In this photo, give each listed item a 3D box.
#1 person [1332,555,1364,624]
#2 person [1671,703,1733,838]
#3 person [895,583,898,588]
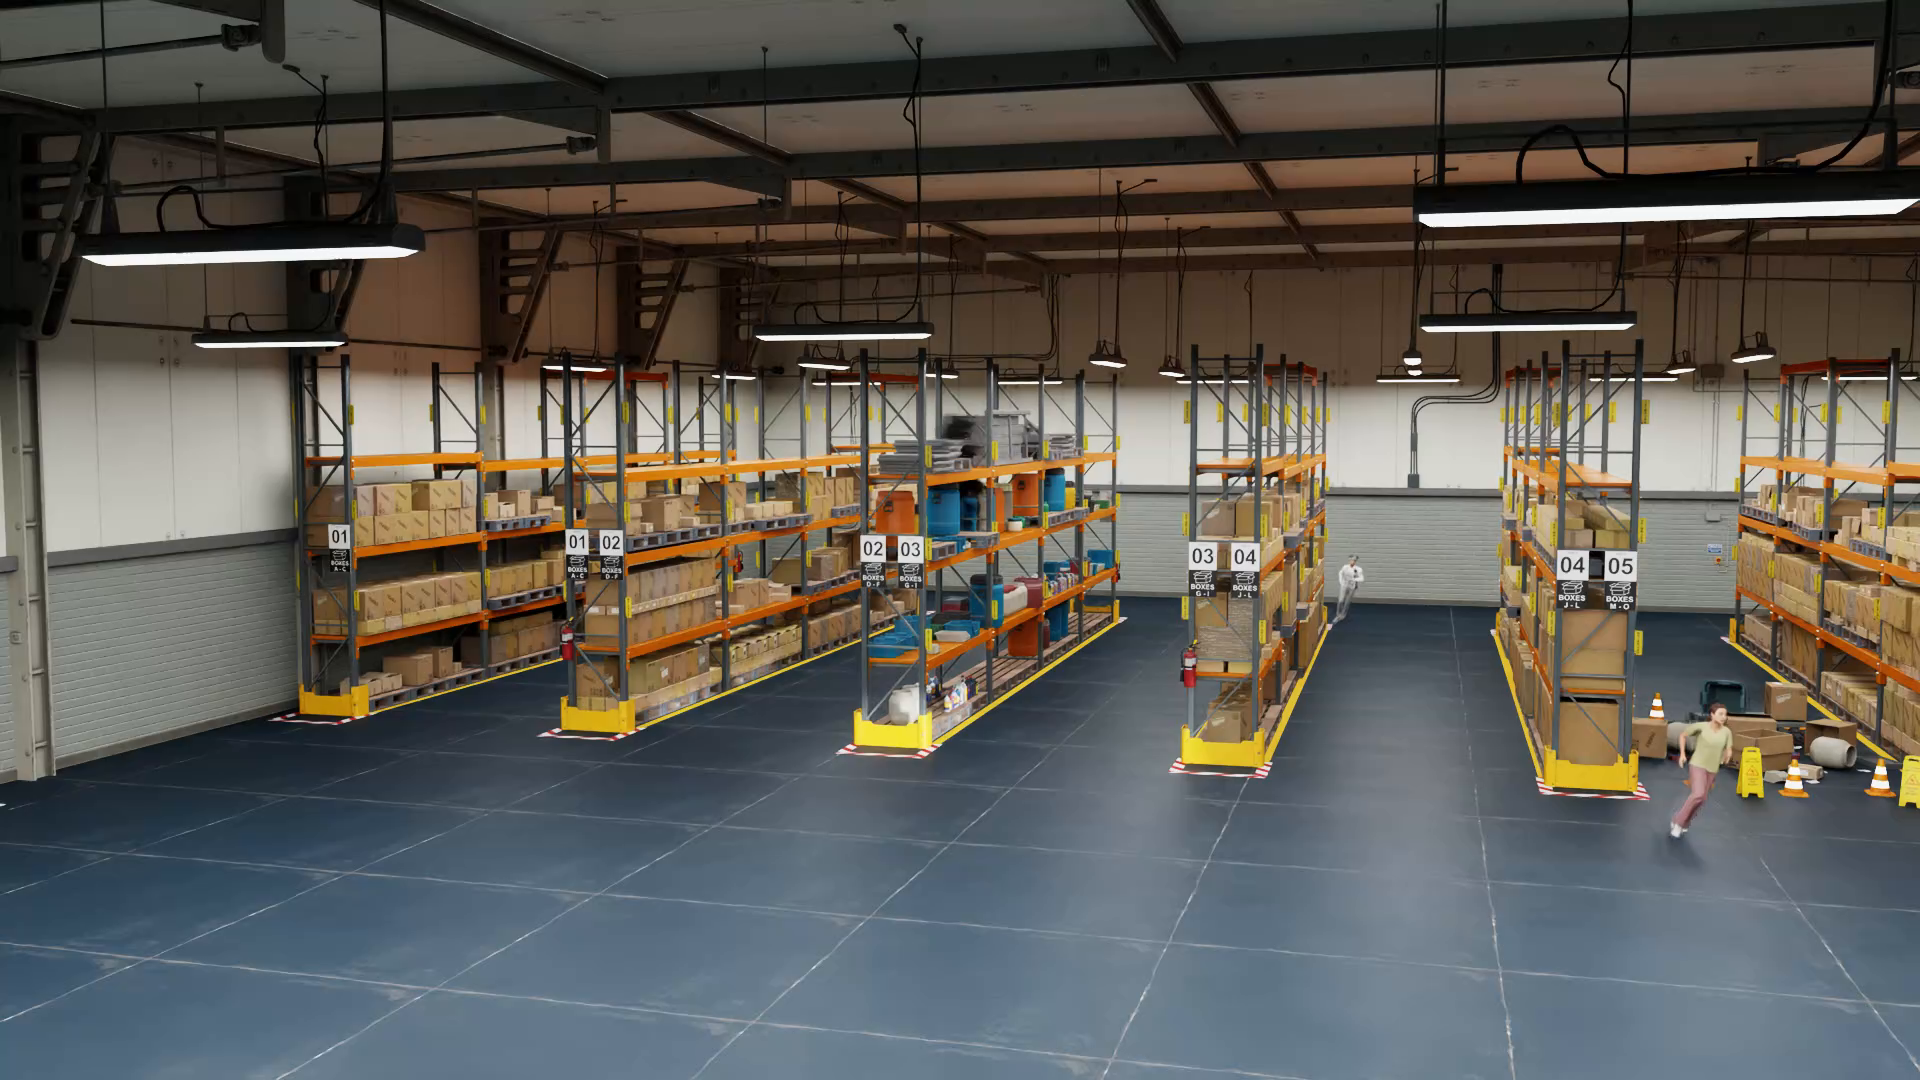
[{"bbox_3d":[9.395,1.173,40.183,0.706,1.664,0.733,1,4,17],"label":"person"},{"bbox_3d":[8.749,2.706,19.644,0.746,1.578,0.700,0,4,-5],"label":"person"},{"bbox_3d":[-1.482,0.809,44.330,0.774,1.841,0.641,3,5,39],"label":"person"}]
